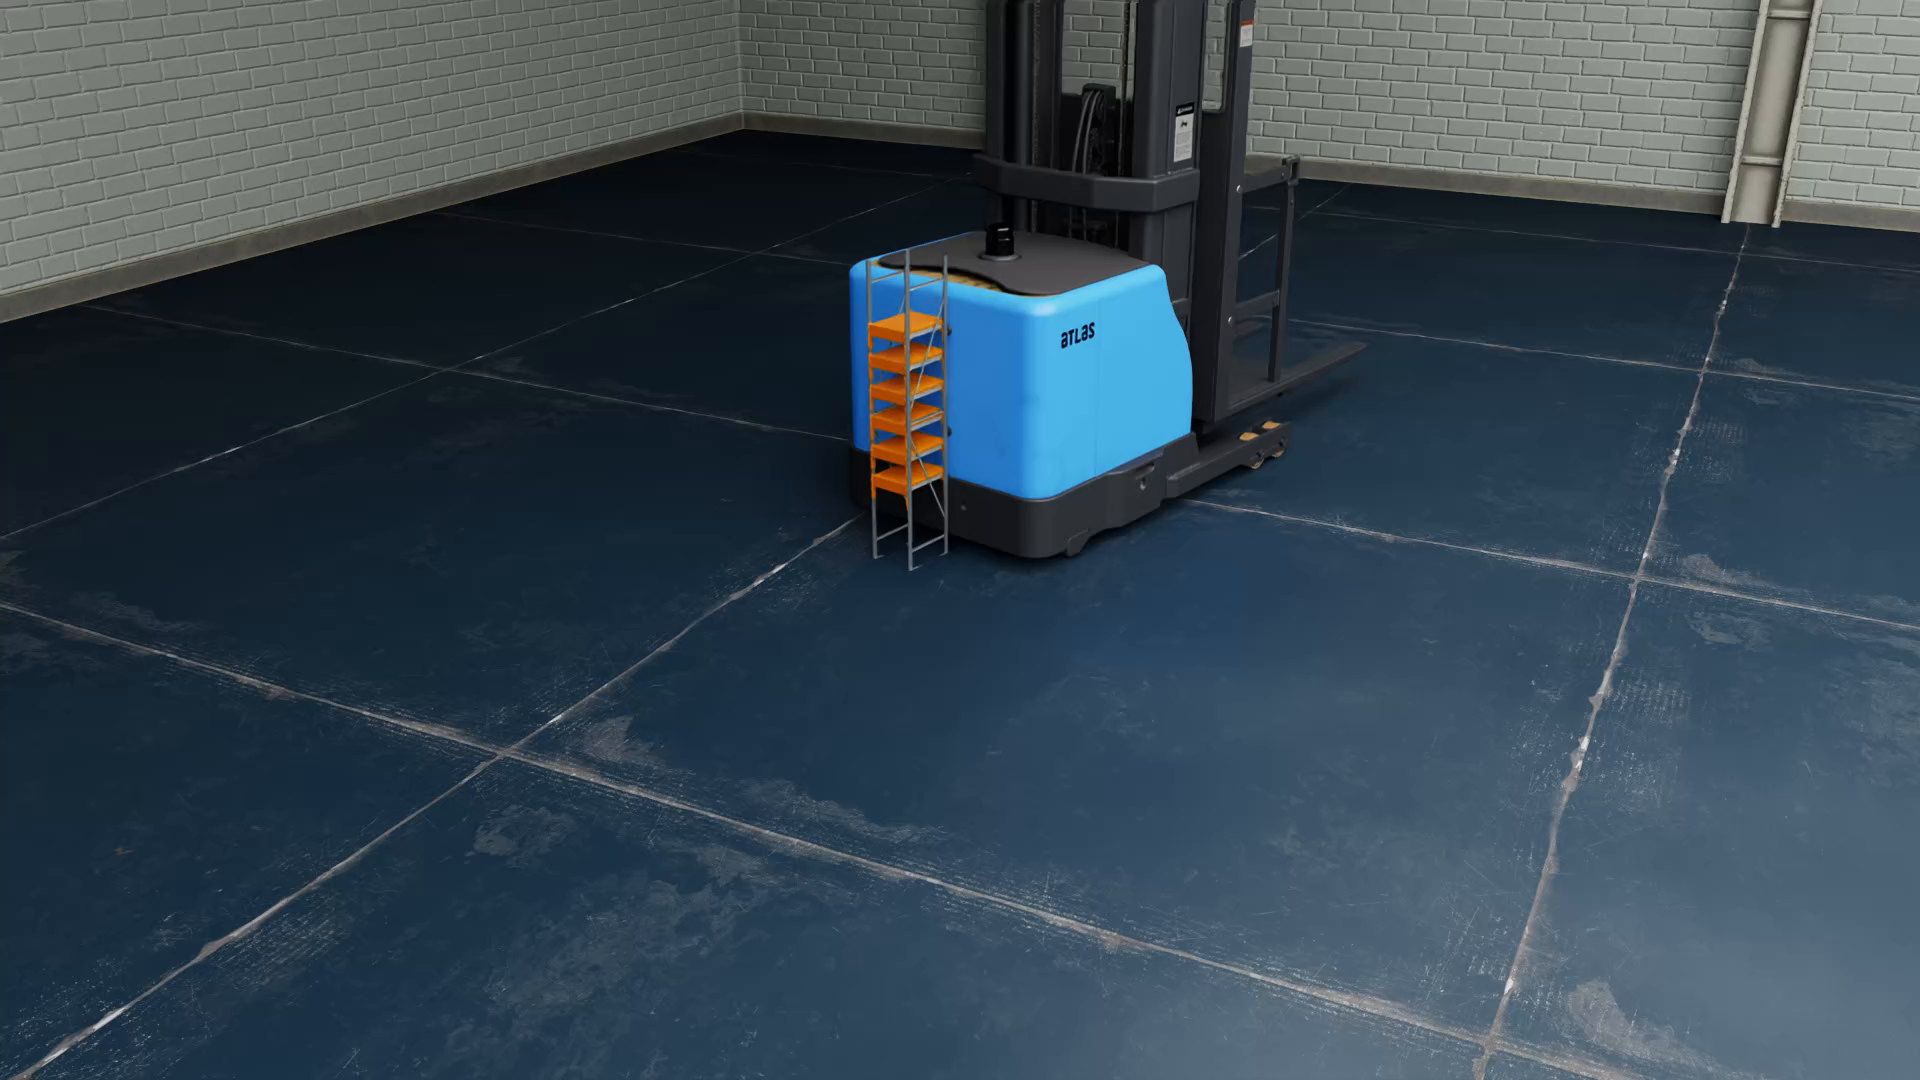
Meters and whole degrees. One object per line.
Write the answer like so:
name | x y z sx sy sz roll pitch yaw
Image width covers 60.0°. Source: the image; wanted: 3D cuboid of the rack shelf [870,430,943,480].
rack shelf | -0.196 -0.336 6.426 0.180 0.103 0.258 17 29 35

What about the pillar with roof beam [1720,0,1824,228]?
pillar with roof beam | 3.908 -4.998 7.004 0.400 9.000 9.100 11 25 25

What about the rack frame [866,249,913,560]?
rack frame | -0.268 -0.509 6.414 0.006 1.200 0.240 17 29 35

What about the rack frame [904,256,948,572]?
rack frame | -0.124 -0.465 6.309 0.006 1.200 0.240 17 29 35

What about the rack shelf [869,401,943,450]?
rack shelf | -0.196 -0.446 6.379 0.180 0.103 0.258 17 29 35

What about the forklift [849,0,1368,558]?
forklift | 0.872 -1.780 7.191 1.130 2.935 3.031 18 29 36

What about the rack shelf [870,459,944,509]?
rack shelf | -0.196 -0.225 6.473 0.180 0.103 0.258 17 29 35

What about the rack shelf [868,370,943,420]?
rack shelf | -0.196 -0.556 6.332 0.180 0.103 0.258 17 29 35

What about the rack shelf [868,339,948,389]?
rack shelf | -0.196 -0.667 6.285 0.180 0.103 0.258 17 29 35

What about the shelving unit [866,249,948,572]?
shelving unit | -0.196 -0.487 6.362 0.189 1.200 0.258 17 29 35

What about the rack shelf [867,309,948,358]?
rack shelf | -0.196 -0.777 6.238 0.180 0.103 0.258 17 29 35
